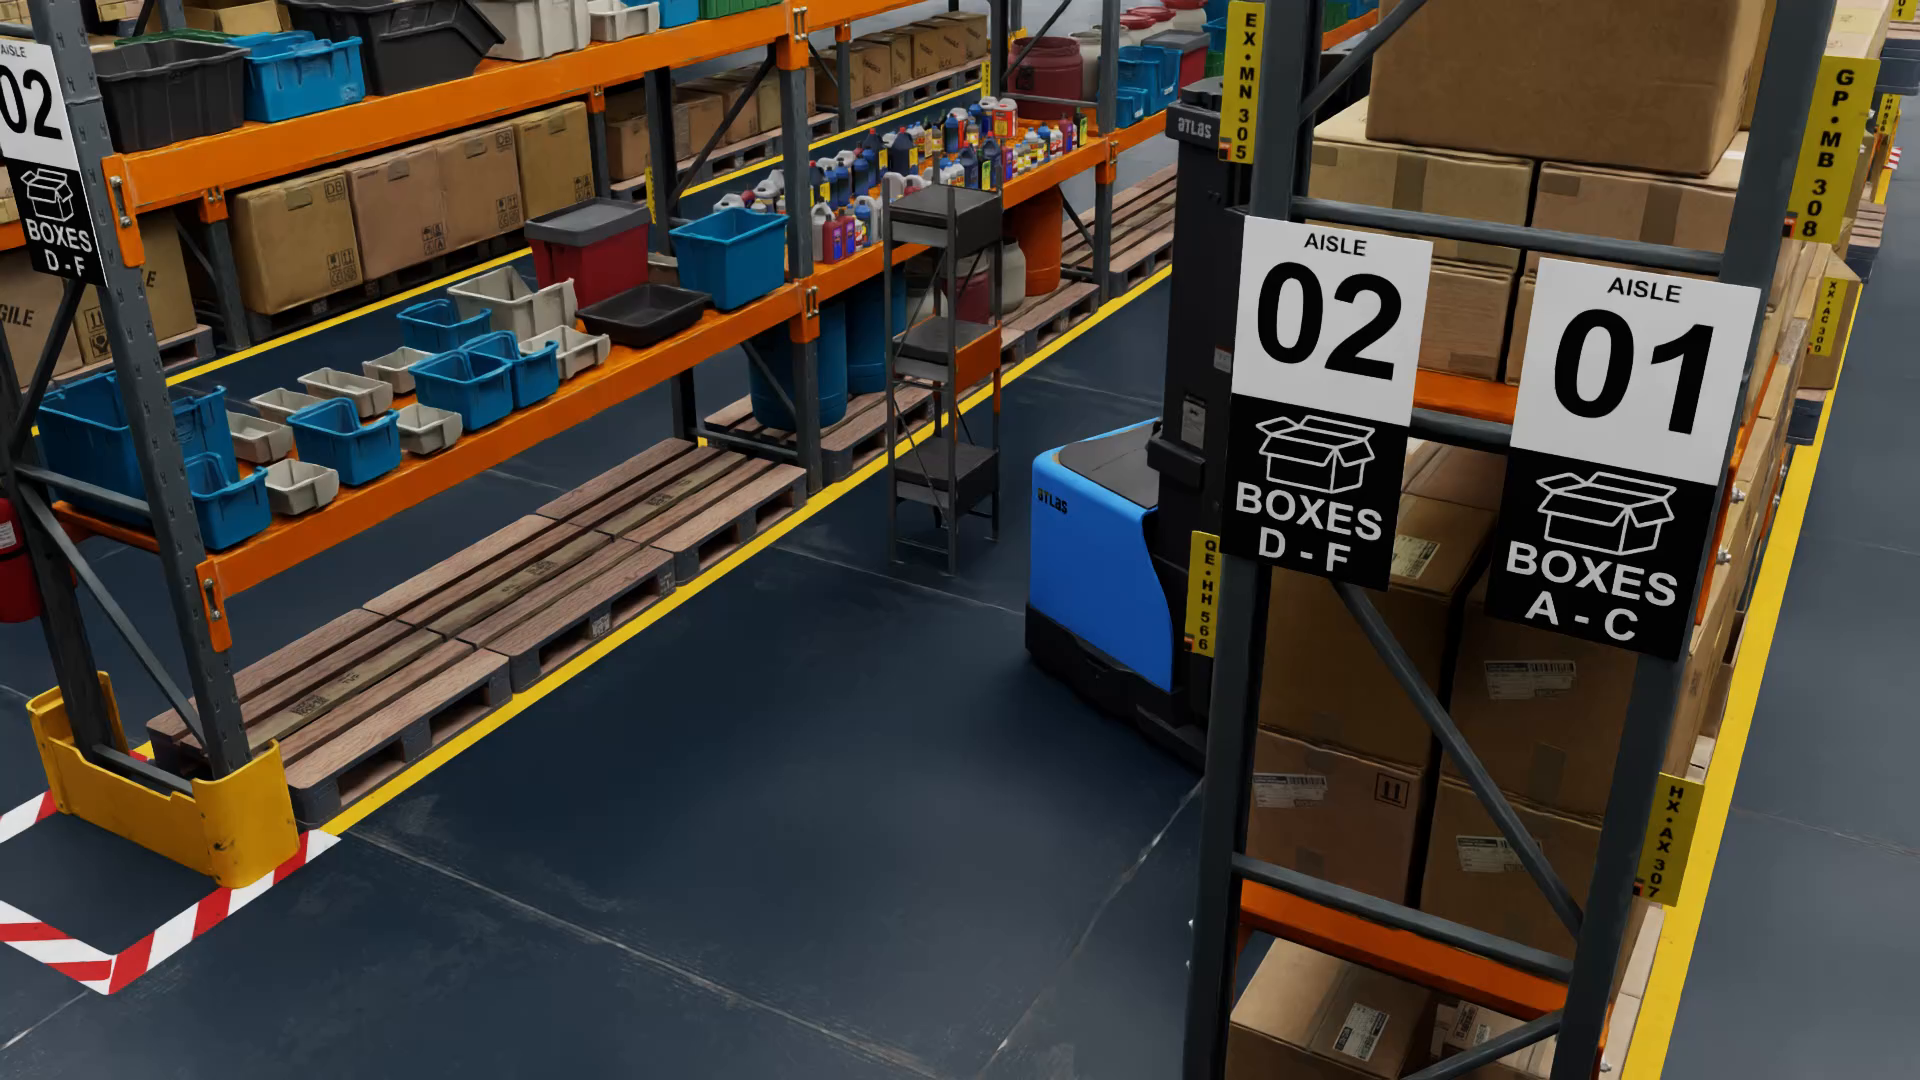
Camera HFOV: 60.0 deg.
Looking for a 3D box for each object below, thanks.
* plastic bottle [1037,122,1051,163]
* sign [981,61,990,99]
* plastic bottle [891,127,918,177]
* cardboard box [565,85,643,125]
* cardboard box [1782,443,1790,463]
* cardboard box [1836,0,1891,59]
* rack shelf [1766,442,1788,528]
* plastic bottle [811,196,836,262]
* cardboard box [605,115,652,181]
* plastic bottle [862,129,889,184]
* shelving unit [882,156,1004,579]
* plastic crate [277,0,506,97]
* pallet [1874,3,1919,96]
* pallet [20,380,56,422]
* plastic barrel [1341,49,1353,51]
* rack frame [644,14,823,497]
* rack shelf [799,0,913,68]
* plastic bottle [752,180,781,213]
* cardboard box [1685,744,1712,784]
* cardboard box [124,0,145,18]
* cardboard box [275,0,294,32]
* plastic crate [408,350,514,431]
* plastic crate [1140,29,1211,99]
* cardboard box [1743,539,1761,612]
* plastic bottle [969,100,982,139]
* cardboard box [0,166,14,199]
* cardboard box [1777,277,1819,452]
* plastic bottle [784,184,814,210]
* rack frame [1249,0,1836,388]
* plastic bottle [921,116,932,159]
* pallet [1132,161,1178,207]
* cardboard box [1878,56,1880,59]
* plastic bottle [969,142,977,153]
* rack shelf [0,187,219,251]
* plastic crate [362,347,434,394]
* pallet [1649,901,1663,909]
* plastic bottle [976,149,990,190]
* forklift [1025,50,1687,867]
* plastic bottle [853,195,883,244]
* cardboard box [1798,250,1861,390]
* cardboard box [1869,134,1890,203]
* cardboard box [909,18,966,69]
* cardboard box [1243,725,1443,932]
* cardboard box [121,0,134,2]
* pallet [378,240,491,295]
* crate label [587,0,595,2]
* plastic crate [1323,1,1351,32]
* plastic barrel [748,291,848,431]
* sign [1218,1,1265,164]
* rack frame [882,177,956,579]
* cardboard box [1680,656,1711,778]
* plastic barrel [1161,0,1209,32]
[{"bbox_3d":[0.582,-2.771,11.579,0.097,0.271,0.097,0,27,0],"label":"plastic bottle"},{"bbox_3d":[0.209,-3.479,12.666,0.100,0.325,0.005,14,30,26],"label":"sign"},{"bbox_3d":[-0.369,-2.585,11.118,0.144,0.351,0.185,14,30,26],"label":"plastic bottle"},{"bbox_3d":[-3.317,-4.060,15.472,0.500,0.250,0.500,16,31,28],"label":"cardboard box"},{"bbox_3d":[3.976,-0.575,8.511,0.500,0.250,0.500,14,30,26],"label":"cardboard box"},{"bbox_3d":[2.782,-1.690,5.534,0.500,0.250,0.500,14,30,26],"label":"cardboard box"},{"bbox_3d":[4.018,-1.094,8.888,1.077,0.370,4.000,14,30,26],"label":"rack shelf"},{"bbox_3d":[-0.801,-1.788,9.525,0.144,0.351,0.185,14,30,26],"label":"plastic bottle"},{"bbox_3d":[-3.309,-3.722,15.636,0.700,0.500,0.500,13,29,23],"label":"cardboard box"},{"bbox_3d":[-0.567,-2.566,11.080,0.144,0.351,0.185,14,30,26],"label":"plastic bottle"},{"bbox_3d":[-0.081,-0.874,8.651,0.431,2.100,0.503,14,30,26],"label":"shelving unit"},{"bbox_3d":[-2.253,-2.018,6.648,0.504,0.338,0.767,14,30,26],"label":"plastic crate"},{"bbox_3d":[3.416,-2.132,7.017,1.213,0.211,1.003,14,30,26],"label":"pallet"},{"bbox_3d":[-6.630,-0.816,10.643,1.003,0.211,1.213,14,30,26],"label":"pallet"},{"bbox_3d":[4.370,-5.207,18.611,0.421,0.512,0.421,0,27,0],"label":"plastic barrel"},{"bbox_3d":[-1.277,-1.728,9.351,1.000,3.000,0.127,14,30,26],"label":"rack frame"},{"bbox_3d":[-0.293,-3.527,10.398,1.077,0.370,4.000,14,30,26],"label":"rack shelf"},{"bbox_3d":[-1.184,-2.040,10.113,0.152,0.276,0.135,14,30,26],"label":"plastic bottle"},{"bbox_3d":[2.632,0.946,6.521,0.500,0.311,0.500,14,30,26],"label":"cardboard box"},{"bbox_3d":[-7.982,-5.095,15.888,0.380,0.149,0.250,15,30,27],"label":"cardboard box"},{"bbox_3d":[-4.934,-3.828,12.313,0.797,0.503,0.637,15,30,27],"label":"cardboard box"},{"bbox_3d":[-2.188,-0.658,7.334,0.416,0.233,0.300,14,30,26],"label":"plastic crate"},{"bbox_3d":[1.753,-3.878,13.575,0.402,0.464,0.583,14,30,26],"label":"plastic crate"},{"bbox_3d":[3.484,0.150,7.900,0.500,0.500,0.500,13,29,24],"label":"cardboard box"},{"bbox_3d":[0.116,-3.093,12.221,0.097,0.271,0.097,0,27,0],"label":"plastic bottle"},{"bbox_3d":[-6.081,-2.254,10.237,0.500,0.250,0.500,15,30,27],"label":"cardboard box"},{"bbox_3d":[2.761,-0.673,6.016,0.500,0.500,0.500,14,30,25],"label":"cardboard box"},{"bbox_3d":[-0.984,-2.105,10.159,0.144,0.351,0.185,14,30,26],"label":"plastic bottle"},{"bbox_3d":[1.066,-1.760,2.713,1.000,3.000,0.127,14,30,26],"label":"rack frame"},{"bbox_3d":[-0.250,-2.825,11.673,0.061,0.283,0.133,14,30,26],"label":"plastic bottle"},{"bbox_3d":[2.306,-3.284,15.575,1.003,0.211,1.213,14,30,26],"label":"pallet"},{"bbox_3d":[3.027,-1.662,6.036,0.500,0.250,0.500,14,30,26],"label":"cardboard box"},{"bbox_3d":[0.085,-2.498,11.019,0.061,0.283,0.133,14,30,26],"label":"plastic bottle"},{"bbox_3d":[-6.573,-1.718,10.134,1.077,0.370,4.000,14,30,26],"label":"rack shelf"},{"bbox_3d":[-2.600,-0.779,7.683,0.298,0.136,0.250,14,30,26],"label":"plastic crate"},{"bbox_3d":[2.096,1.356,6.306,1.003,0.211,1.213,14,30,26],"label":"pallet"},{"bbox_3d":[0.145,-2.414,10.852,0.061,0.283,0.133,14,30,26],"label":"plastic bottle"},{"bbox_3d":[1.592,-0.340,6.654,1.130,2.935,3.031,-18,32,-32],"label":"forklift"},{"bbox_3d":[-0.537,-1.912,9.857,0.152,0.276,0.135,14,30,26],"label":"plastic bottle"},{"bbox_3d":[3.462,-1.004,7.324,0.700,0.500,0.500,4,27,9],"label":"cardboard box"},{"bbox_3d":[7.470,-3.159,13.975,0.500,0.500,0.500,14,30,26],"label":"cardboard box"},{"bbox_3d":[-0.271,-6.085,20.379,0.500,0.500,0.500,24,35,39],"label":"cardboard box"},{"bbox_3d":[1.050,0.644,4.501,0.500,0.500,0.500,15,30,28],"label":"cardboard box"},{"bbox_3d":[-7.993,-5.218,15.801,0.380,0.149,0.250,15,30,27],"label":"cardboard box"},{"bbox_3d":[-4.676,-2.367,13.742,1.003,0.211,1.213,14,30,26],"label":"pallet"},{"bbox_3d":[-1.769,-2.825,8.485,0.293,0.136,0.466,14,30,26],"label":"crate label"},{"bbox_3d":[3.573,-5.218,16.560,0.450,0.188,0.662,14,30,26],"label":"plastic crate"},{"bbox_3d":[-0.994,-1.186,10.143,0.600,0.901,0.708,14,30,26],"label":"plastic barrel"},{"bbox_3d":[0.593,-0.944,3.446,0.100,0.325,0.005,14,30,26],"label":"sign"},{"bbox_3d":[-0.201,-0.779,8.461,0.400,2.100,0.015,14,30,26],"label":"rack frame"},{"bbox_3d":[1.763,0.561,4.667,0.500,0.500,0.500,14,30,26],"label":"cardboard box"},{"bbox_3d":[1.997,-4.582,14.901,0.433,0.535,0.433,0,27,0],"label":"plastic barrel"}]
